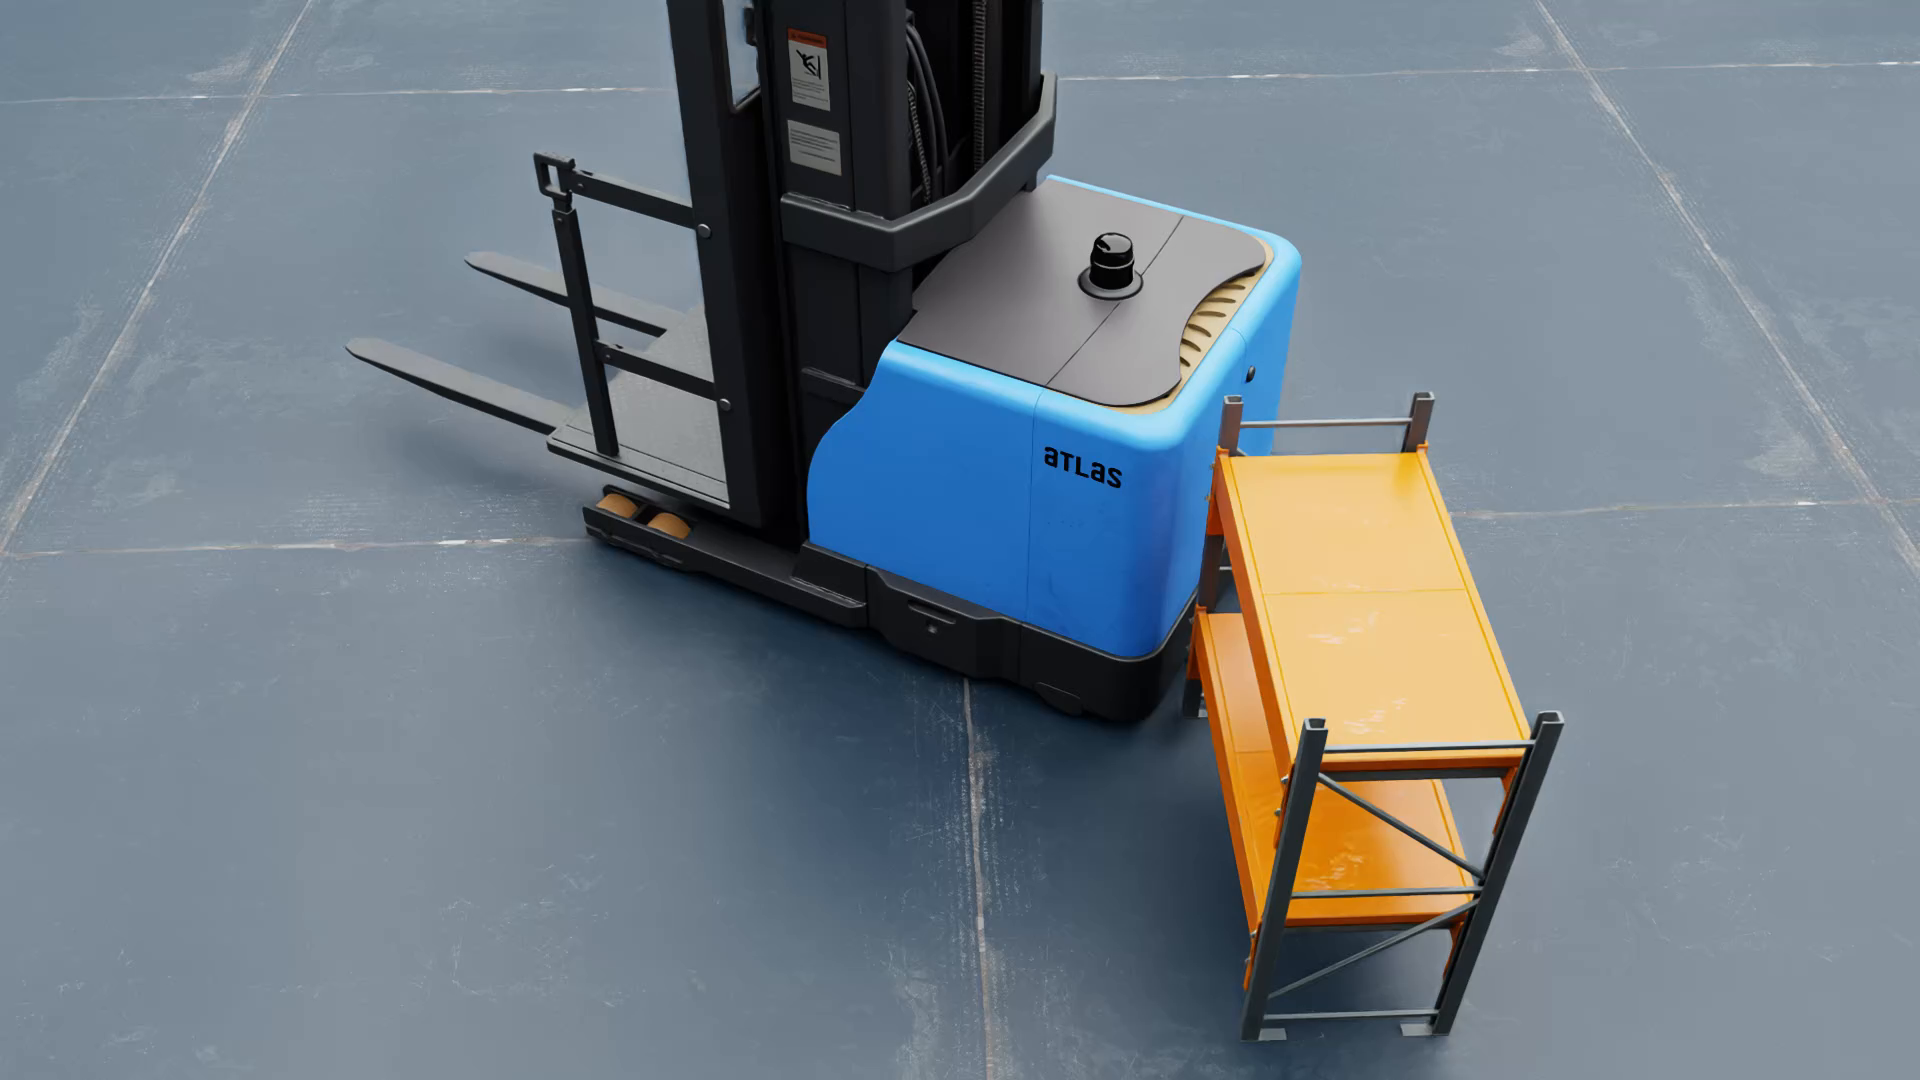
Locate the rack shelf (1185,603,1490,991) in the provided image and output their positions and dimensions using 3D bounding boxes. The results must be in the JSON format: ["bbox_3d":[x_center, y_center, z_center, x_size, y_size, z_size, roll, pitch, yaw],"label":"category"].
[{"bbox_3d":[0.897,0.599,4.126,0.538,0.278,1.000,-1,43,-1],"label":"rack shelf"}]

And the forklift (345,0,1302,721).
[{"bbox_3d":[-0.593,-1.293,4.491,3.031,2.935,1.130,20,46,20],"label":"forklift"}]

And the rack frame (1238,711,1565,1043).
[{"bbox_3d":[0.915,0.762,3.586,0.500,1.125,0.032,-1,43,-1],"label":"rack frame"}]

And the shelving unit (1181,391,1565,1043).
[{"bbox_3d":[0.897,0.419,3.961,0.538,1.125,1.048,-1,43,-1],"label":"shelving unit"}]

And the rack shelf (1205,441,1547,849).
[{"bbox_3d":[0.897,0.203,3.763,0.538,0.278,1.000,-1,43,-1],"label":"rack shelf"}]

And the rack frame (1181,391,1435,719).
[{"bbox_3d":[0.879,0.076,4.335,0.500,1.125,0.032,-1,43,-1],"label":"rack frame"}]
